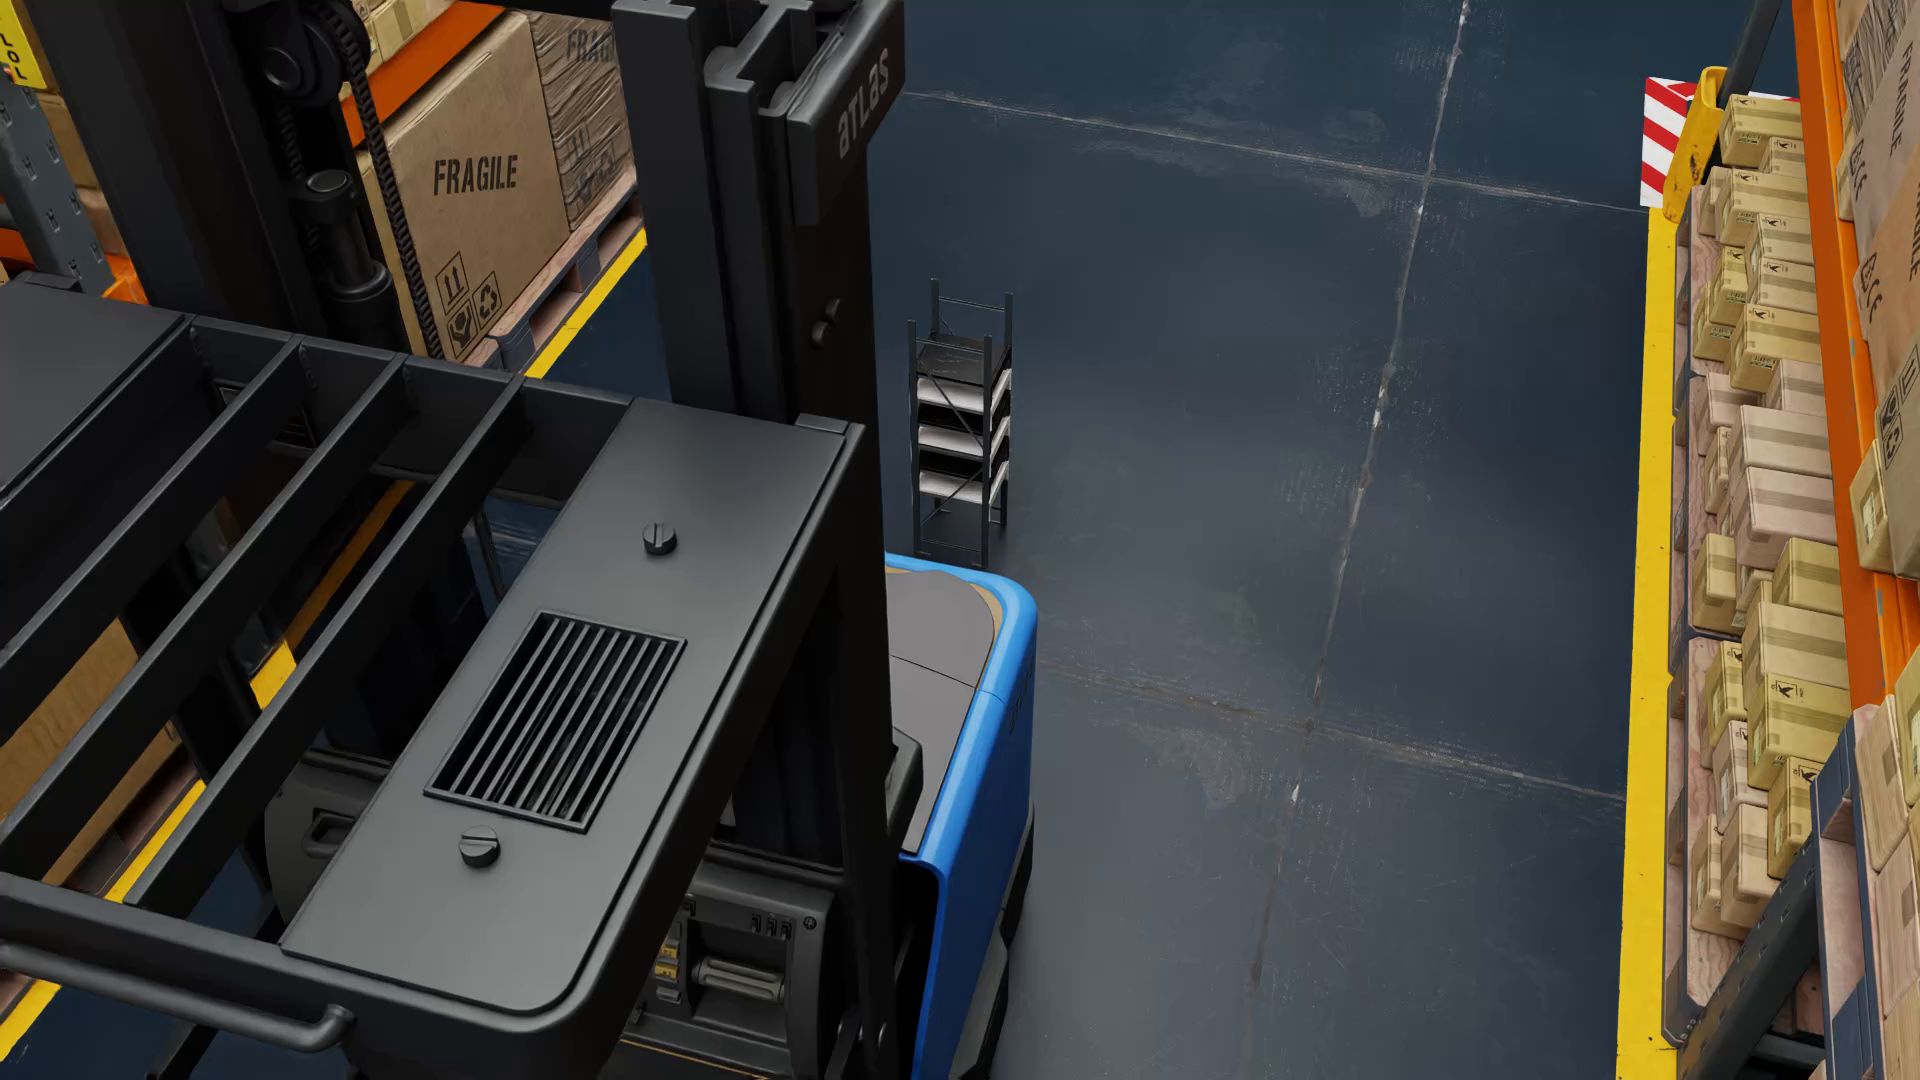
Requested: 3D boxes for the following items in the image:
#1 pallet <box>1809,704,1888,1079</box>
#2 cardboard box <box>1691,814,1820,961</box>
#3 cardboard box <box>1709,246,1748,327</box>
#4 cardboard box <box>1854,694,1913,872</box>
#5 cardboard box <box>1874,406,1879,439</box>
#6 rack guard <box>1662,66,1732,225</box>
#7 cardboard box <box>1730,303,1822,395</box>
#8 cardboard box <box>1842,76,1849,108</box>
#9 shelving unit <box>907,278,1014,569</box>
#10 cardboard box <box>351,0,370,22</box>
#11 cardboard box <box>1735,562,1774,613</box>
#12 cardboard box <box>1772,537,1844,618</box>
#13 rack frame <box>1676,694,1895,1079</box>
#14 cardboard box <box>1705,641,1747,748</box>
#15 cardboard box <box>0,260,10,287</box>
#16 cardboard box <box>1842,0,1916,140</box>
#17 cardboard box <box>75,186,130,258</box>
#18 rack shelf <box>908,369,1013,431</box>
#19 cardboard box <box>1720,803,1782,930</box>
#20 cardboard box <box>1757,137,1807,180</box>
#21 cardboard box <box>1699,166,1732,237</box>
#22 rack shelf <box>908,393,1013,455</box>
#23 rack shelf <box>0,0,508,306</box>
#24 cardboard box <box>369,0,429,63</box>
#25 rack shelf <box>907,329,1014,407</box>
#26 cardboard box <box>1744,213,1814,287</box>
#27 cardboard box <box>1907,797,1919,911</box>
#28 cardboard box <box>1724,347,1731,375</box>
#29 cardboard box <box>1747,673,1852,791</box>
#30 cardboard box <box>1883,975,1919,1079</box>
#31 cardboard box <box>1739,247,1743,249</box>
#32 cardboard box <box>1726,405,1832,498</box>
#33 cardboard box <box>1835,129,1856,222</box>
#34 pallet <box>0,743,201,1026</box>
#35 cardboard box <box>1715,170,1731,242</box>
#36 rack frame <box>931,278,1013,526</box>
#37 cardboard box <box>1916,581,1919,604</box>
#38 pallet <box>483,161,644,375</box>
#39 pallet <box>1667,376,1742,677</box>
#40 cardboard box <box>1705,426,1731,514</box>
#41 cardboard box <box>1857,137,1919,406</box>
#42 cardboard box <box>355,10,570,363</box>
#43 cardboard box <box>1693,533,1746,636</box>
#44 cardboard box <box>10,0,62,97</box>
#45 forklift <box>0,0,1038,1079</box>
[{"bbox_3d":[1.808,0.852,2.372,1.003,0.211,1.213,13,46,13],"label":"pallet"},{"bbox_3d":[1.973,0.840,3.985,0.380,0.149,0.250,13,46,13],"label":"cardboard box"},{"bbox_3d":[2.679,-0.803,5.452,0.380,0.149,0.250,14,46,14],"label":"cardboard box"},{"bbox_3d":[1.621,0.410,2.566,0.380,0.149,0.250,11,45,11],"label":"cardboard box"},{"bbox_3d":[2.154,-0.205,3.495,0.380,0.149,0.250,14,46,14],"label":"cardboard box"},{"bbox_3d":[3.367,-1.417,6.341,1.175,0.500,0.348,13,46,13],"label":"rack guard"},{"bbox_3d":[2.528,-0.546,4.976,0.380,0.149,0.250,13,46,13],"label":"cardboard box"},{"bbox_3d":[2.654,-1.243,4.555,0.380,0.149,0.250,12,46,12],"label":"cardboard box"},{"bbox_3d":[0.002,-0.327,4.941,0.258,0.900,0.210,13,46,12],"label":"shelving unit"},{"bbox_3d":[-1.971,-1.454,4.485,0.500,0.250,0.500,12,46,12],"label":"cardboard box"},{"bbox_3d":[2.333,0.105,4.524,0.380,0.149,0.250,14,46,13],"label":"cardboard box"},{"bbox_3d":[2.299,0.166,4.248,0.380,0.149,0.250,14,46,14],"label":"cardboard box"},{"bbox_3d":[2.179,0.305,2.794,1.000,3.000,0.127,13,46,13],"label":"rack frame"},{"bbox_3d":[2.105,0.425,4.197,0.380,0.149,0.250,11,45,11],"label":"cardboard box"},{"bbox_3d":[-2.399,-0.479,3.523,0.500,0.500,0.500,13,46,13],"label":"cardboard box"},{"bbox_3d":[2.544,-1.236,4.084,0.500,0.500,0.500,11,46,11],"label":"cardboard box"},{"bbox_3d":[-2.111,-0.850,4.153,0.380,0.149,0.250,13,46,13],"label":"cardboard box"},{"bbox_3d":[0.002,-0.432,4.838,0.258,0.077,0.200,13,46,12],"label":"rack shelf"},{"bbox_3d":[1.971,0.790,3.823,0.380,0.149,0.250,13,46,13],"label":"cardboard box"},{"bbox_3d":[2.939,-1.218,5.663,0.380,0.149,0.250,13,46,13],"label":"cardboard box"},{"bbox_3d":[2.926,-1.211,6.081,0.380,0.149,0.250,13,46,13],"label":"cardboard box"},{"bbox_3d":[0.002,-0.368,4.901,0.258,0.077,0.200,13,46,12],"label":"rack shelf"},{"bbox_3d":[-1.912,-1.889,5.550,1.077,0.370,4.000,13,46,13],"label":"rack shelf"},{"bbox_3d":[-1.797,-1.547,4.866,0.380,0.149,0.250,12,46,12],"label":"cardboard box"},{"bbox_3d":[0.002,-0.496,4.775,0.258,0.077,0.200,13,46,12],"label":"rack shelf"},{"bbox_3d":[2.744,-0.895,5.332,0.380,0.149,0.250,10,45,11],"label":"cardboard box"},{"bbox_3d":[1.544,0.477,2.285,0.380,0.149,0.250,12,46,12],"label":"cardboard box"},{"bbox_3d":[2.688,-0.515,5.369,0.380,0.149,0.250,13,46,13],"label":"cardboard box"},{"bbox_3d":[2.078,0.490,3.917,0.380,0.149,0.250,13,46,13],"label":"cardboard box"},{"bbox_3d":[1.463,0.762,2.206,0.380,0.149,0.250,13,46,13],"label":"cardboard box"},{"bbox_3d":[2.856,-0.852,5.714,0.380,0.149,0.250,13,46,13],"label":"cardboard box"},{"bbox_3d":[2.363,-0.216,4.639,0.380,0.149,0.250,11,45,11],"label":"cardboard box"},{"bbox_3d":[2.447,-0.903,4.207,0.380,0.149,0.250,13,46,13],"label":"cardboard box"},{"bbox_3d":[-2.680,0.714,4.369,1.003,0.211,1.213,13,46,13],"label":"pallet"},{"bbox_3d":[2.850,-1.133,5.789,0.380,0.149,0.250,12,46,12],"label":"cardboard box"},{"bbox_3d":[0.033,-0.395,5.010,0.240,0.900,0.006,13,46,12],"label":"rack frame"},{"bbox_3d":[2.042,0.155,3.127,0.380,0.149,0.250,12,46,12],"label":"cardboard box"},{"bbox_3d":[-1.845,-1.122,6.246,1.003,0.211,1.213,13,46,12],"label":"pallet"},{"bbox_3d":[2.716,0.031,5.068,1.003,0.211,1.213,13,46,13],"label":"pallet"},{"bbox_3d":[2.471,-0.177,5.024,0.380,0.149,0.250,13,46,13],"label":"cardboard box"},{"bbox_3d":[2.214,-0.565,3.399,0.500,0.500,0.500,11,46,11],"label":"cardboard box"},{"bbox_3d":[-1.969,-1.226,5.578,0.875,0.875,0.875,13,46,13],"label":"cardboard box"},{"bbox_3d":[2.286,0.150,4.690,0.380,0.149,0.250,12,46,12],"label":"cardboard box"},{"bbox_3d":[-2.129,-1.399,3.893,0.500,0.500,0.500,13,46,13],"label":"cardboard box"},{"bbox_3d":[-0.706,0.712,2.427,1.130,2.935,3.031,11,45,11],"label":"forklift"}]
